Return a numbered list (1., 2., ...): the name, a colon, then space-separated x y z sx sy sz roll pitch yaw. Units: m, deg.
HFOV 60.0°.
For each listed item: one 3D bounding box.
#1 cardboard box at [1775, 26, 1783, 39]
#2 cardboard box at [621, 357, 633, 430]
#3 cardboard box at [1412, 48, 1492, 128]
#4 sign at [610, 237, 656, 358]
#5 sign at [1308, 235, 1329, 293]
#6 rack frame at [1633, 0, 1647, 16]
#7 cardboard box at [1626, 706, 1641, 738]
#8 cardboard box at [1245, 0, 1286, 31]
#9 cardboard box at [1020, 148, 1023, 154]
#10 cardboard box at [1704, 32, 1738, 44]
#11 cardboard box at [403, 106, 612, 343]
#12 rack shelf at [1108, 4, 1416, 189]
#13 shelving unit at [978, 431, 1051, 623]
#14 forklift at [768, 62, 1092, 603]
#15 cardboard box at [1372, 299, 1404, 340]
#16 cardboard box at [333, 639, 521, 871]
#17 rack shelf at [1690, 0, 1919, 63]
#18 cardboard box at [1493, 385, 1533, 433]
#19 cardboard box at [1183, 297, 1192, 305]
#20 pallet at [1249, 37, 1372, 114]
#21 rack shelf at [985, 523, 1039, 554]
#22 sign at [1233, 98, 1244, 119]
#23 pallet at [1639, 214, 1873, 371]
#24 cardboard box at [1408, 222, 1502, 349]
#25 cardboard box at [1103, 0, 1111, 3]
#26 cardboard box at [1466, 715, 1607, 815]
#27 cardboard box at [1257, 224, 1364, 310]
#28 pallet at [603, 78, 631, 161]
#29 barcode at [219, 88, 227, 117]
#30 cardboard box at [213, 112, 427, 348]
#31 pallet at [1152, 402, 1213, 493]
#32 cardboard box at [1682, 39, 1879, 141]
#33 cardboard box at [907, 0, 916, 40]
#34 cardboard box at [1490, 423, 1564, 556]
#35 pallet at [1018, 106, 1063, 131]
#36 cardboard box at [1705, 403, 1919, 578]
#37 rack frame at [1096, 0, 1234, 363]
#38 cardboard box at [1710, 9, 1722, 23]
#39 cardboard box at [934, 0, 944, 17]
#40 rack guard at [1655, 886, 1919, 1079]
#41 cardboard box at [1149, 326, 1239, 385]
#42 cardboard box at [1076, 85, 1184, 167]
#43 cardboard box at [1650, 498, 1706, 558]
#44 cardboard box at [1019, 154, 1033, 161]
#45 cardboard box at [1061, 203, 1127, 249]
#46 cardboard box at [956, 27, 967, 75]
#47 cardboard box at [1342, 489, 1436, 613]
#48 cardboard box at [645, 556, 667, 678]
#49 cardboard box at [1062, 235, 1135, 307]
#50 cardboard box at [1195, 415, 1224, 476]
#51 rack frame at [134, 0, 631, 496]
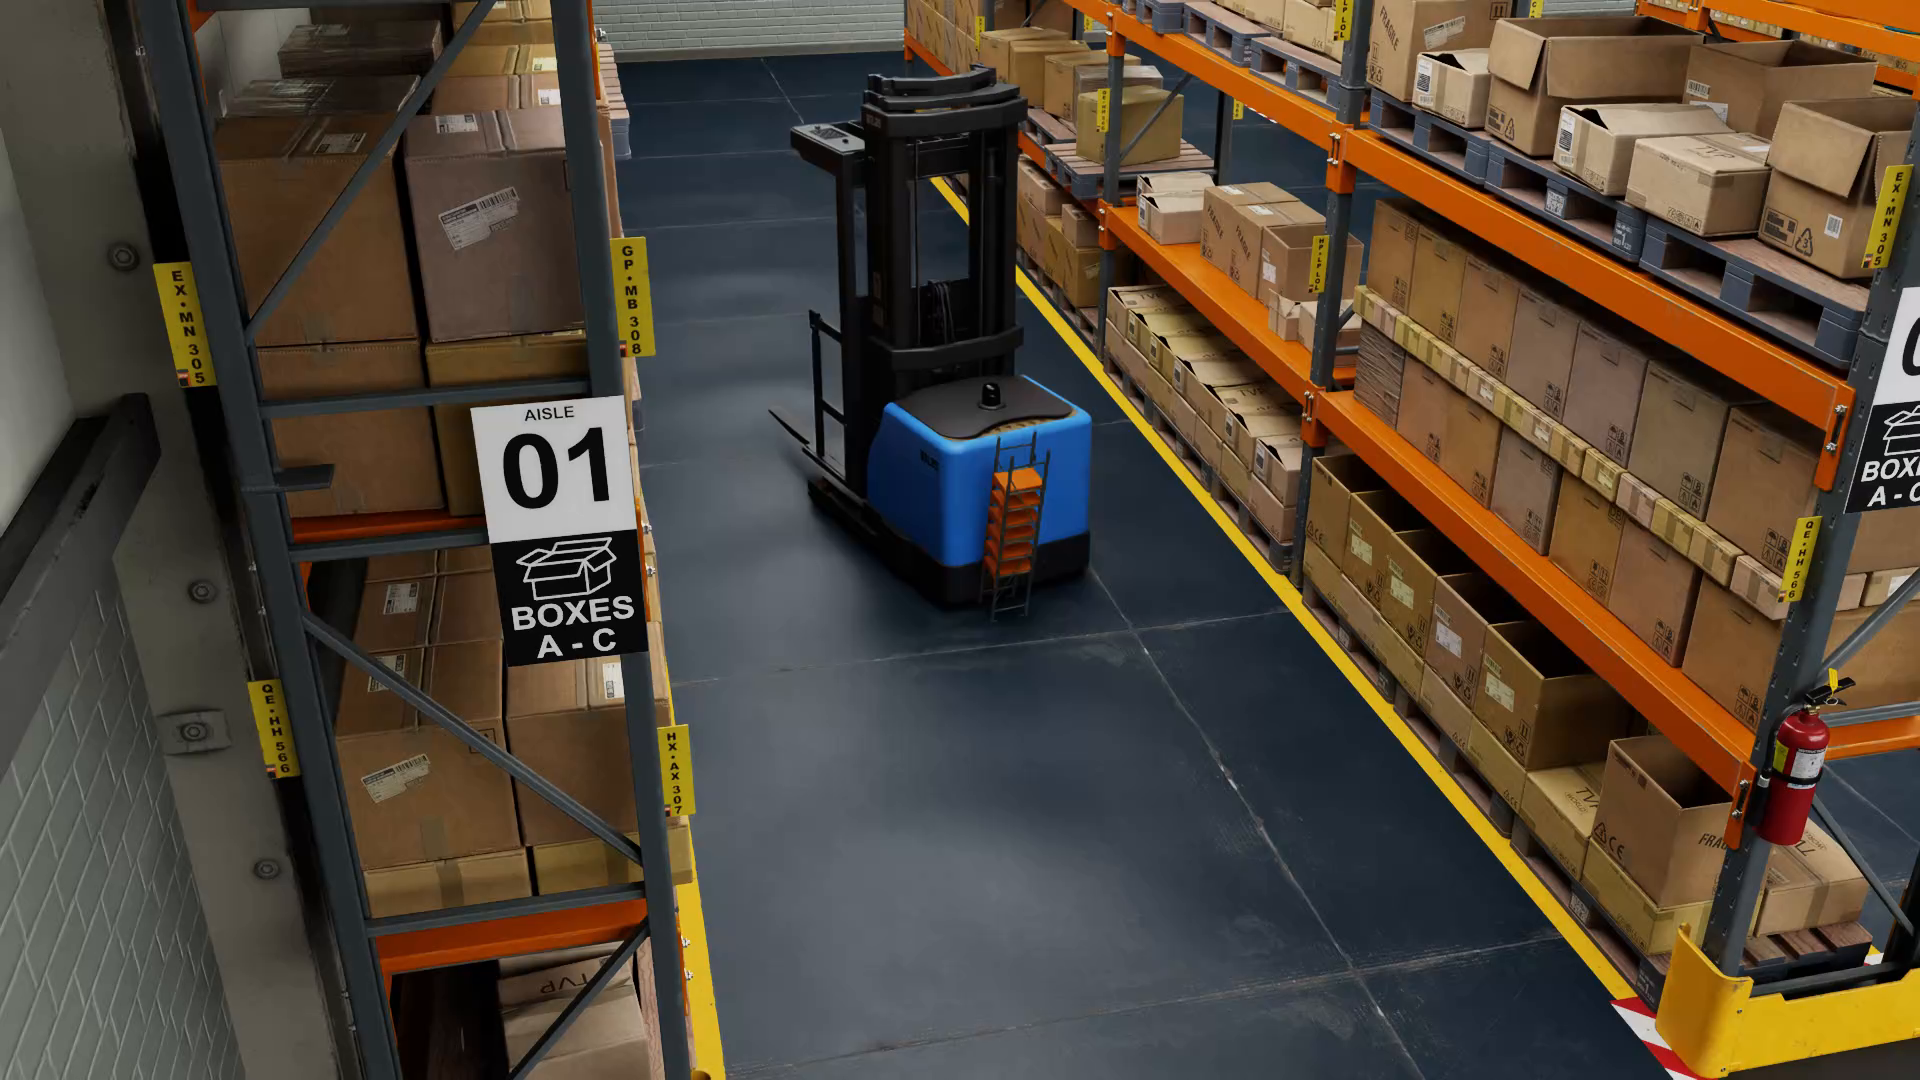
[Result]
1. cardboard box: 9.817 -5.957 19.502 0.380 0.149 0.250 -5 27 -11
2. cardboard box: -1.313 -0.657 5.261 0.500 0.500 0.500 -4 27 -8
3. cardboard box: 2.507 -2.178 7.884 0.500 0.311 0.500 -7 28 -14
4. sign: -0.866 -0.637 4.385 0.100 0.325 0.005 -6 27 -12
5. sign: 2.003 -1.536 9.266 0.100 0.325 0.005 -6 27 -12
6. rack frame: 9.477 -7.386 22.054 1.000 3.000 0.127 -6 27 -12
7. cardboard box: 3.287 0.652 7.882 0.500 0.500 0.500 -6 27 -12
8. cardboard box: 2.158 -3.419 10.566 0.500 0.250 0.500 -8 28 -16
9. cardboard box: 0.298 -4.532 18.682 0.797 0.503 0.637 -6 27 -12
10. cardboard box: 9.904 -5.952 21.106 0.875 0.875 0.875 -6 27 -12
11. cardboard box: -1.245 -0.886 4.604 0.500 0.500 0.500 -8 28 -15
12. rack shelf: 2.078 -3.009 10.853 1.077 0.370 4.000 -6 27 -12
13. shelving unit: 0.303 -0.060 9.522 0.258 1.200 0.189 -11 41 -20
14. forklift: -0.367 -1.563 10.594 1.130 2.935 3.031 -14 30 -26
15. cardboard box: 2.458 -1.200 8.968 0.380 0.149 0.250 -6 27 -11
16. cardboard box: -1.708 0.685 5.376 0.500 0.500 0.500 -6 27 -12
17. rack shelf: 6.905 -3.511 11.846 1.077 0.370 4.000 -6 27 -12
18. cardboard box: 2.754 -0.630 7.839 0.380 0.149 0.250 -6 27 -12
19. cardboard box: 1.986 -1.875 13.099 0.500 0.311 0.500 -5 27 -10
20. pallet: 2.318 -2.753 9.759 0.805 0.209 1.217 -7 28 -14
21. rack shelf: 0.299 -0.025 9.550 0.258 0.103 0.180 -11 41 -20
22. sign: 2.168 -3.444 12.960 0.100 0.325 0.005 -6 27 -12
23. pallet: 3.296 -0.970 6.112 1.003 0.211 1.213 -6 27 -12
24. cardboard box: 2.750 -1.321 8.488 0.700 0.500 0.500 -6 27 -12
25. cardboard box: 1.496 -4.441 12.780 0.910 0.500 0.500 -6 27 -12
26. cardboard box: 2.783 1.040 7.947 0.500 0.250 0.500 -6 27 -12
27. cardboard box: 2.253 -1.728 10.734 0.500 0.500 0.500 -4 27 -8
28. pallet: -2.332 -2.146 8.552 1.213 0.211 1.003 -6 27 -12
29. barcode: -2.042 -1.212 4.606 0.001 0.075 0.075 -6 27 -12
30. cardboard box: -1.747 -0.855 4.542 0.500 0.500 0.500 -5 27 -9
31. pallet: 2.047 -0.725 11.952 1.003 0.211 1.213 -6 27 -12
32. cardboard box: 3.323 -1.748 6.823 0.500 0.500 0.500 -6 27 -12
33. cardboard box: -0.332 -6.205 19.603 0.500 0.500 0.500 -5 27 -11
34. cardboard box: 2.986 -0.288 7.880 0.700 0.500 0.500 -5 27 -10
35. pallet: 0.800 -4.178 15.912 1.003 0.211 1.213 -6 27 -12
36. cardboard box: 3.326 -0.211 6.288 0.700 0.500 0.500 -6 27 -11
37. rack frame: 1.628 -2.870 13.106 1.000 3.000 0.127 -6 27 -12
38. cardboard box: 9.528 -6.520 20.618 0.380 0.149 0.250 -6 27 -12
39. cardboard box: 0.016 -5.979 18.047 0.500 0.500 0.500 -6 27 -12
40. rack guard: 3.436 1.769 6.690 1.175 0.500 0.348 -6 27 -12
41. cardboard box: 1.699 -1.366 12.091 0.500 0.311 0.500 -7 28 -13
42. cardboard box: 1.376 -3.367 13.514 0.700 0.500 0.500 -16 31 -29
43. cardboard box: 3.041 -0.067 6.723 0.380 0.149 0.250 -6 27 -12
44. cardboard box: 0.638 -4.142 18.284 0.380 0.166 0.250 -6 27 -12
45. cardboard box: 1.171 -2.696 14.216 0.500 0.250 0.500 -5 27 -10
46. cardboard box: 0.246 -5.090 17.394 0.500 0.500 0.500 -5 27 -10
47. cardboard box: 2.449 0.046 9.084 0.500 0.500 0.500 -6 27 -12
48. cardboard box: -1.311 0.412 5.916 0.500 0.500 0.500 -6 27 -11
49. cardboard box: 1.188 -2.337 14.337 0.500 0.500 0.500 -5 27 -10
50. cardboard box: 1.925 -0.673 11.340 0.500 0.250 0.500 -5 27 -10
51. rack frame: -1.395 -1.531 3.796 1.000 3.000 0.127 -6 27 -12
